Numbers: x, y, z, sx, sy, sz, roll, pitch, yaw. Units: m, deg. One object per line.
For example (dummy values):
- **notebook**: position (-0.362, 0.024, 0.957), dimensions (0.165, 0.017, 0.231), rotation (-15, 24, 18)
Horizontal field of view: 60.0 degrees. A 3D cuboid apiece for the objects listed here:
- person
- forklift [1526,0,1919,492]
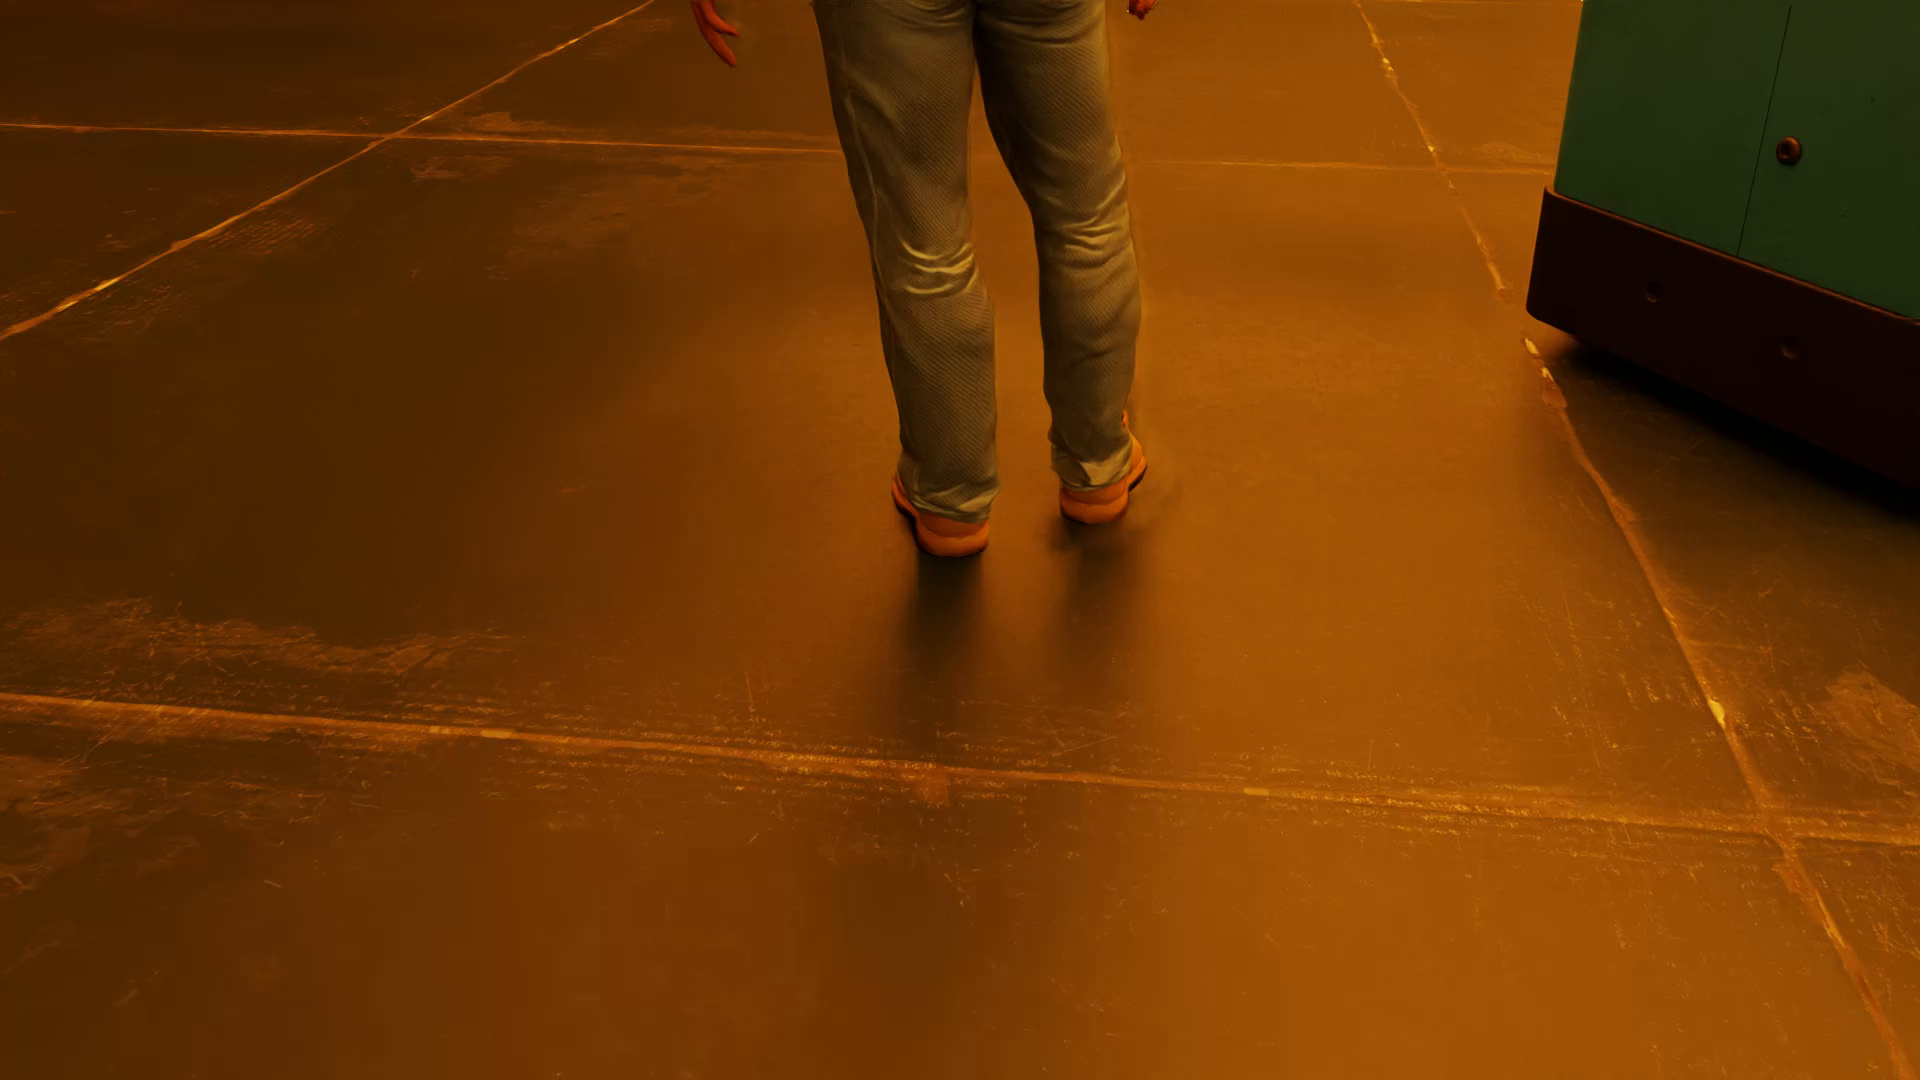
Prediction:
- **person**: position (0.007, -0.806, 2.138), dimensions (0.739, 1.768, 0.429), rotation (-11, 29, -21)
- **forklift**: position (2.667, -1.752, 2.728), dimensions (3.031, 2.935, 1.130), rotation (-10, 28, -20)
